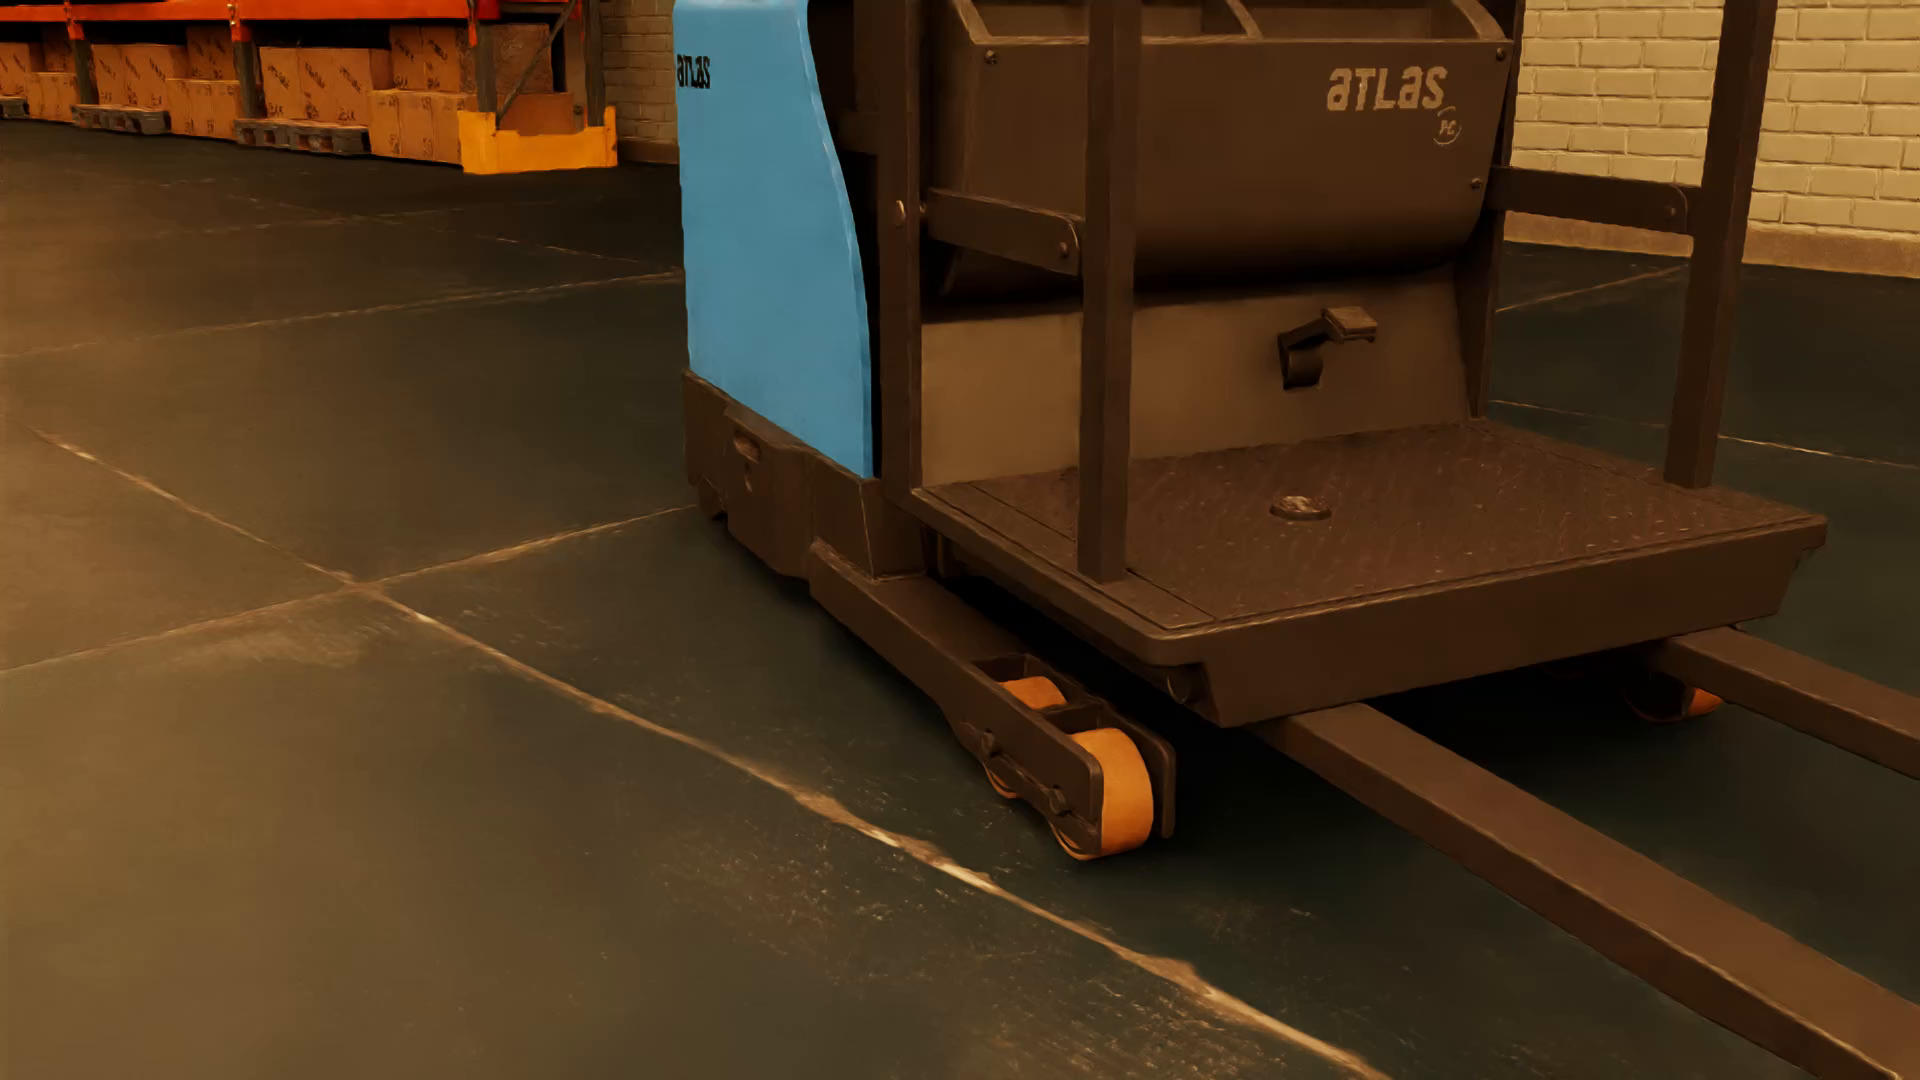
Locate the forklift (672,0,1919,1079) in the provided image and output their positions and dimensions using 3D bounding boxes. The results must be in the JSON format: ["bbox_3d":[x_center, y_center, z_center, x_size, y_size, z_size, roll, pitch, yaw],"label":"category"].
[{"bbox_3d":[0.503,-1.145,2.133,1.130,2.935,3.031,-8,19,-24],"label":"forklift"}]
